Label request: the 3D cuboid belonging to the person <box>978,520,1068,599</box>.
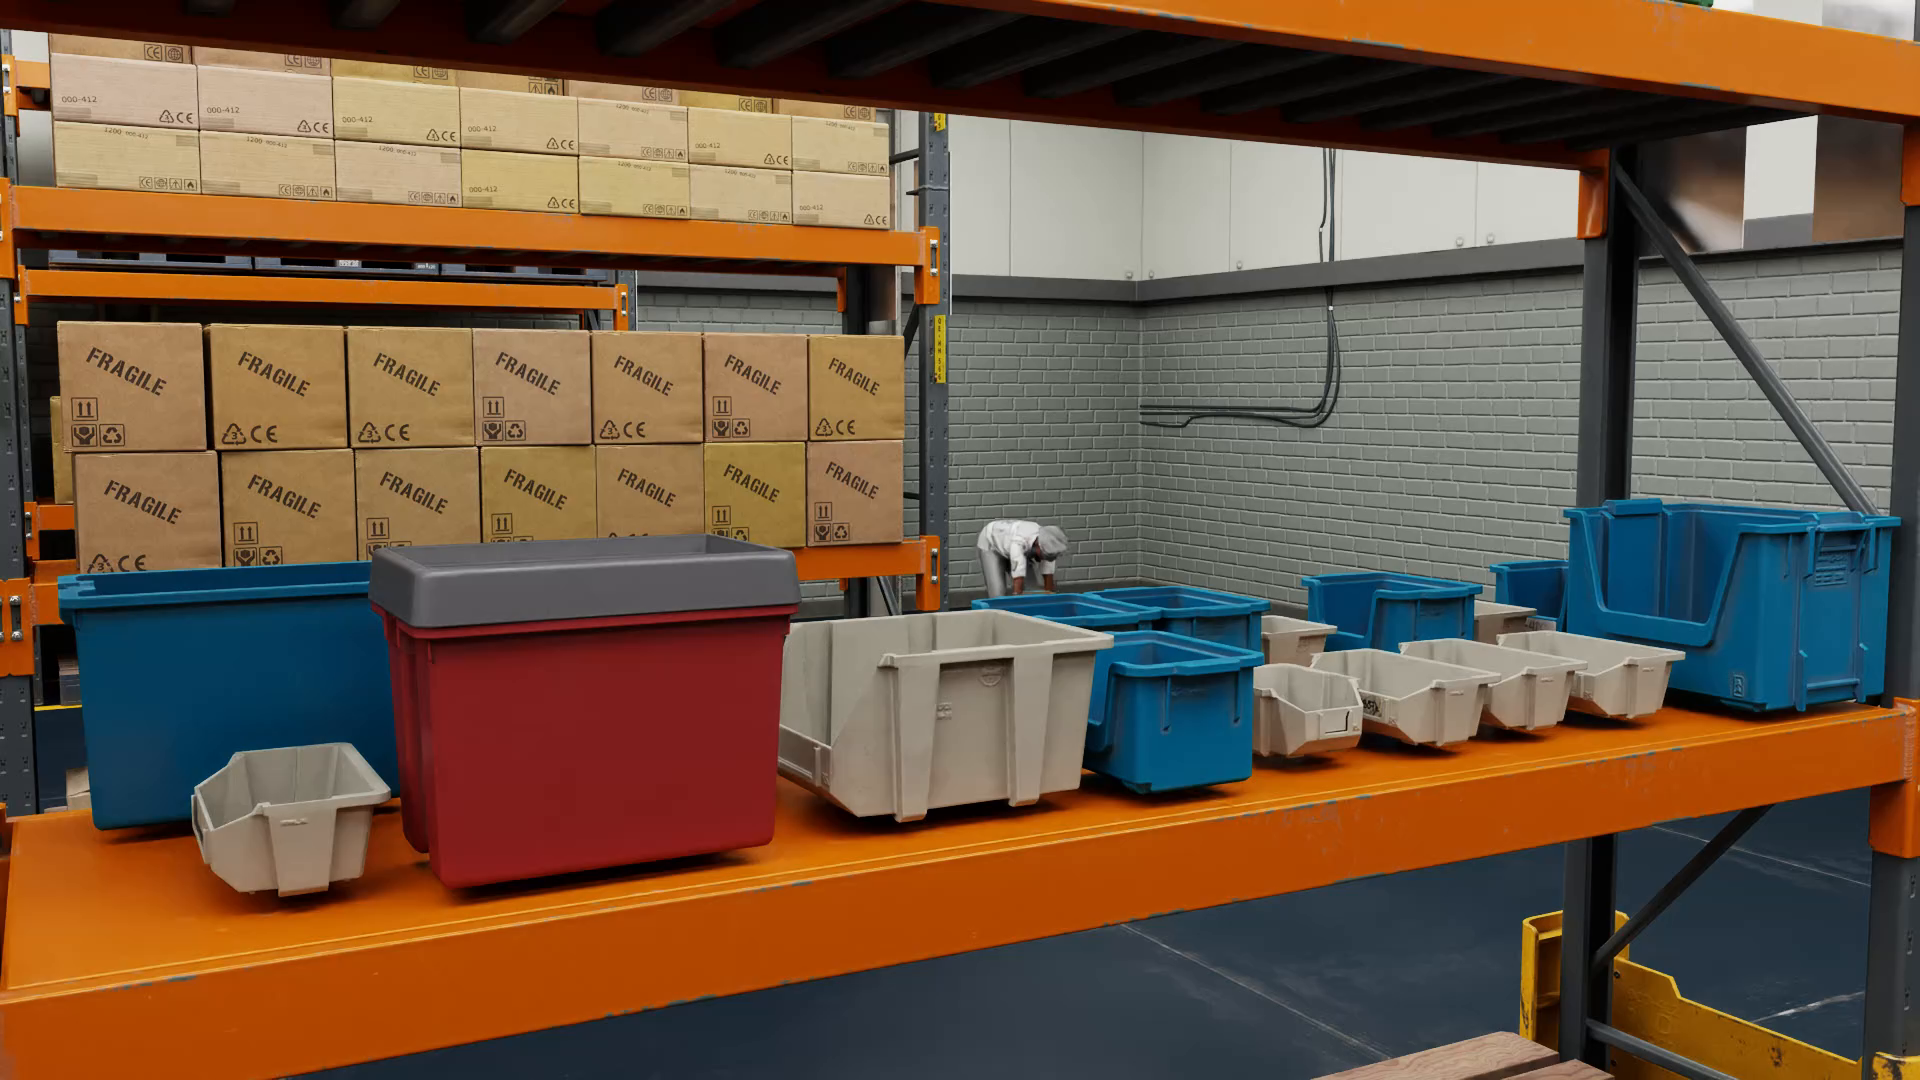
[{"bbox_3d":[0.489,0.370,12.892,0.426,1.041,0.940,-3,6,-31],"label":"person"}]
